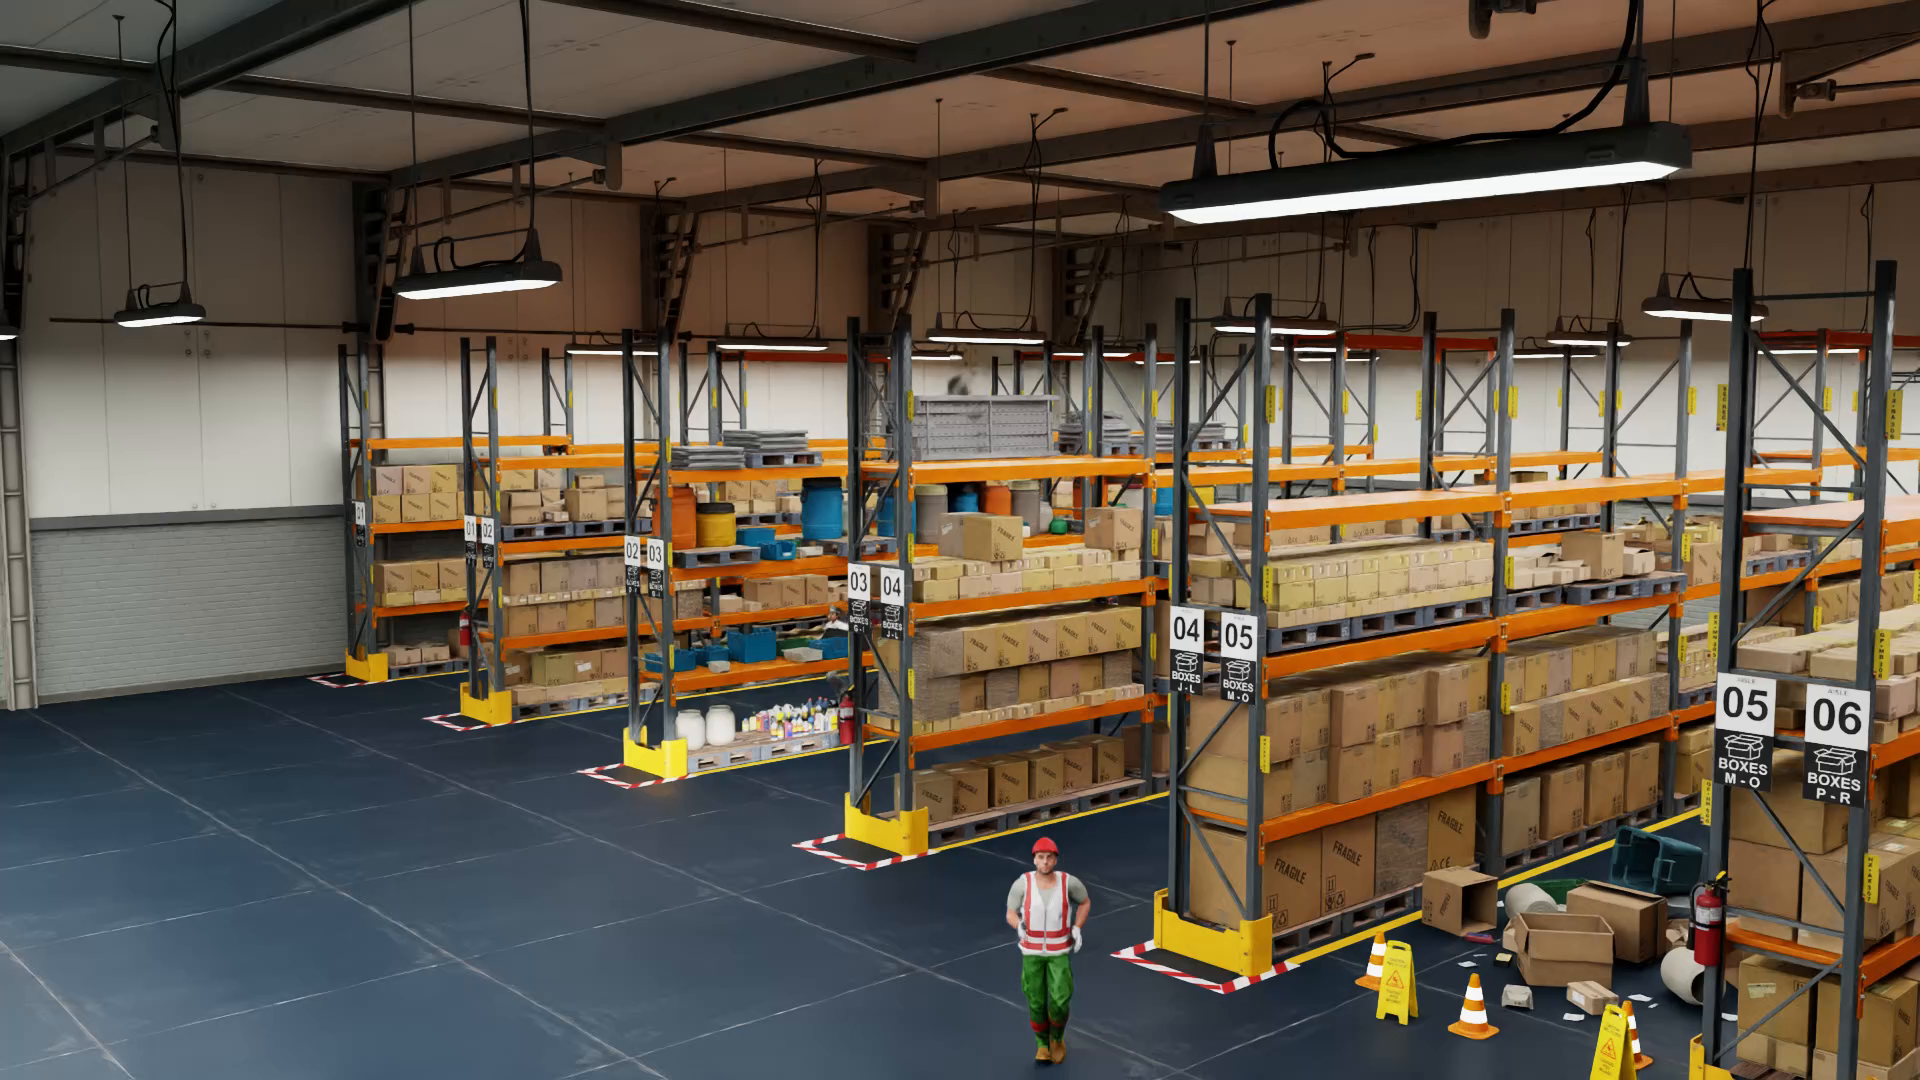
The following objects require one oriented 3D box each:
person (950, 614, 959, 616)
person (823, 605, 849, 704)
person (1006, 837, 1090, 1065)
[{"bbox_3d":[-0.153,1.789,28.519,0.937,1.669,0.580,-4,6,-38],"label":"person"},{"bbox_3d":[-2.078,1.890,27.293,0.589,1.653,0.527,5,7,42],"label":"person"},{"bbox_3d":[0.663,3.149,12.629,0.639,1.759,0.612,1,5,6],"label":"person"}]
